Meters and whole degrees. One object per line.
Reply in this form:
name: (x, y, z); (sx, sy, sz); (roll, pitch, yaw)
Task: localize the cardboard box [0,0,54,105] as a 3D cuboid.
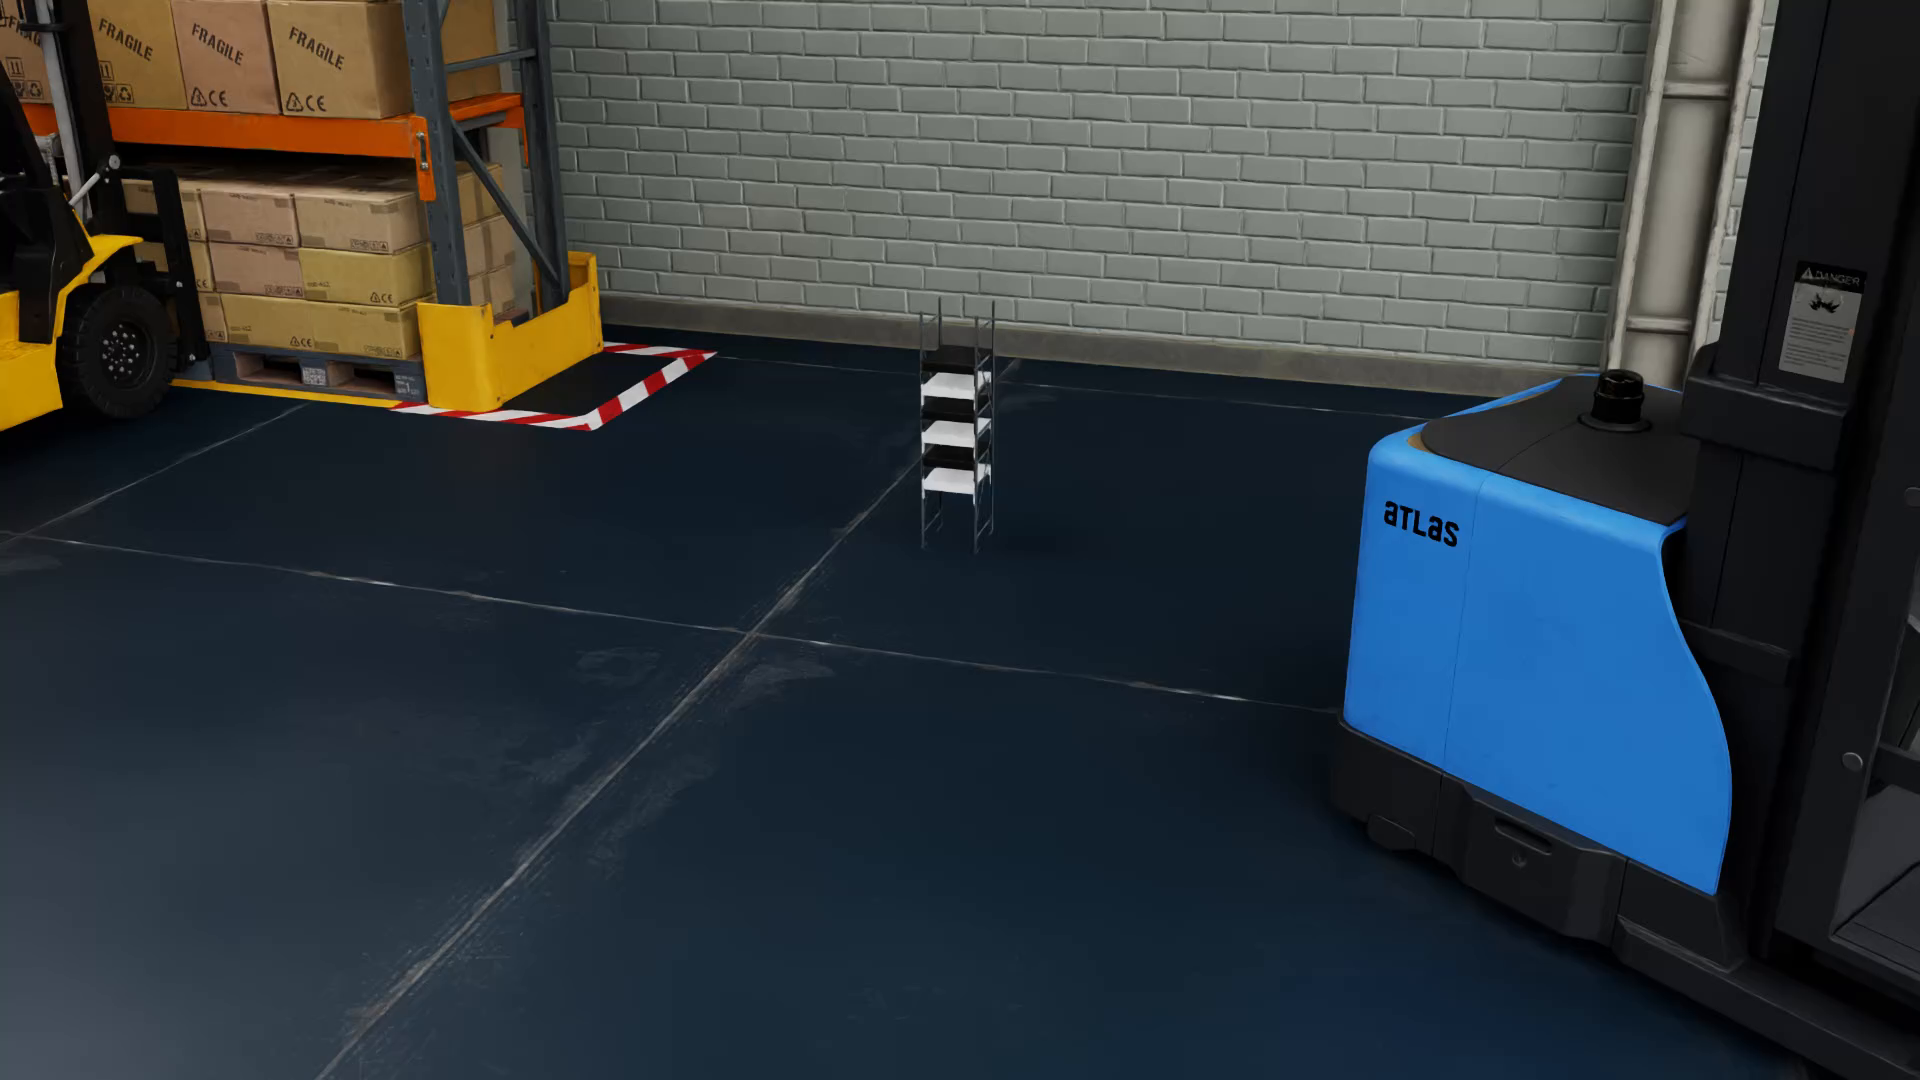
cardboard box: (-4.221, -2.379, 7.987); (0.500, 0.500, 0.500); (7, 23, 16)

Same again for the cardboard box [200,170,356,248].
cardboard box: (-3.226, -1.583, 7.929); (0.500, 0.250, 0.500); (7, 23, 16)

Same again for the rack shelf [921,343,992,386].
rack shelf: (-0.008, -0.636, 6.012); (0.200, 0.077, 0.258); (7, 23, 16)

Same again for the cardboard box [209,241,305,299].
cardboard box: (-3.238, -1.359, 8.042); (0.500, 0.250, 0.500); (6, 23, 15)

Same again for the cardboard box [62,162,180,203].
cardboard box: (-4.195, -1.693, 8.197); (0.500, 0.250, 0.500); (6, 23, 14)

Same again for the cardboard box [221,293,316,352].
cardboard box: (-3.219, -1.124, 8.128); (0.500, 0.250, 0.500); (7, 23, 15)

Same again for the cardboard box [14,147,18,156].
cardboard box: (-5.018, -1.997, 8.938); (0.500, 0.250, 0.500); (6, 23, 15)

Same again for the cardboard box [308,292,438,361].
cardboard box: (-2.746, -1.066, 7.986); (0.500, 0.250, 0.500); (7, 23, 16)

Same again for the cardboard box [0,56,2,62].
cardboard box: (-4.696, -2.442, 8.140); (0.500, 0.500, 0.500); (6, 23, 15)

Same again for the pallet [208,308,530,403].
pallet: (-2.949, -0.986, 8.395); (1.213, 0.211, 1.003); (7, 23, 16)

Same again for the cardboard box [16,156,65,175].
cardboard box: (-4.696, -1.753, 8.344); (0.500, 0.250, 0.500); (7, 23, 17)

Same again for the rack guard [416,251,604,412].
rack guard: (-2.182, -1.048, 8.166); (0.348, 0.500, 1.175); (7, 23, 16)

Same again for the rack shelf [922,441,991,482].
rack shelf: (-0.008, -0.303, 6.148); (0.200, 0.077, 0.258); (7, 23, 16)

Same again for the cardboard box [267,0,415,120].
cardboard box: (-2.752, -2.212, 7.578); (0.500, 0.500, 0.500); (6, 23, 14)

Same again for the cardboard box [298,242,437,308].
cardboard box: (-2.761, -1.300, 7.899); (0.500, 0.250, 0.500); (6, 23, 15)

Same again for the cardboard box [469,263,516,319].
cardboard box: (-2.619, -1.254, 8.445); (0.500, 0.250, 0.500); (7, 23, 16)

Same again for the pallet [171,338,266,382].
pallet: (-4.113, -1.120, 8.723); (1.213, 0.211, 1.003); (7, 23, 15)

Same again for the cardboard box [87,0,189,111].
cardboard box: (-3.737, -2.328, 7.862); (0.500, 0.500, 0.500); (6, 23, 14)

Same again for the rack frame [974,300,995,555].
rack frame: (0.090, -0.406, 6.074); (0.006, 0.900, 0.240); (7, 23, 16)

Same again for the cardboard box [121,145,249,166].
cardboard box: (-4.054, -1.884, 8.663); (0.500, 0.250, 0.500); (6, 23, 14)

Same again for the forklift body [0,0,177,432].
forklift body: (-4.547, -1.360, 6.750); (1.214, 2.155, 2.313); (7, 23, 16)

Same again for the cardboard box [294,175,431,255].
cardboard box: (-2.736, -1.529, 7.798); (0.500, 0.250, 0.500); (7, 23, 17)

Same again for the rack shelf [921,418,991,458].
rack shelf: (-0.008, -0.386, 6.114); (0.200, 0.077, 0.258); (7, 23, 16)

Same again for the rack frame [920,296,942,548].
rack frame: (-0.105, -0.428, 6.129); (0.006, 0.900, 0.240); (7, 23, 16)

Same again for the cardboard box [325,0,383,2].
cardboard box: (-2.618, -2.490, 7.401); (0.250, 0.149, 0.380); (7, 23, 16)

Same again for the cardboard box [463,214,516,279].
cardboard box: (-2.595, -1.488, 8.355); (0.500, 0.250, 0.500); (7, 23, 16)

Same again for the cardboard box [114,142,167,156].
cardboard box: (-4.537, -1.936, 8.790); (0.500, 0.250, 0.500); (7, 23, 16)

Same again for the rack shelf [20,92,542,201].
rack shelf: (-4.120, -2.094, 8.369); (4.000, 0.370, 1.077); (7, 23, 16)

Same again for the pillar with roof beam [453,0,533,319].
pillar with roof beam: (-3.855, -3.822, 3.731); (0.400, 9.000, 9.100); (7, 23, 16)

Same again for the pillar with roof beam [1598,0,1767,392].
pillar with roof beam: (1.890, -3.165, 2.128); (0.400, 9.000, 9.100); (7, 23, 16)

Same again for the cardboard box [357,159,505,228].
cardboard box: (-2.610, -1.713, 8.247); (0.500, 0.250, 0.500); (6, 23, 15)

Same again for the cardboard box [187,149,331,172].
cardboard box: (-3.565, -1.826, 8.520); (0.500, 0.250, 0.500); (6, 23, 15)

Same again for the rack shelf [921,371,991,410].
rack shelf: (-0.008, -0.553, 6.046); (0.200, 0.077, 0.258); (7, 23, 16)

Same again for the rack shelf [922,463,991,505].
rack shelf: (-0.008, -0.220, 6.182); (0.200, 0.077, 0.258); (7, 23, 16)

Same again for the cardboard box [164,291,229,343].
cardboard box: (-3.696, -1.182, 8.269); (0.500, 0.250, 0.500); (7, 23, 16)

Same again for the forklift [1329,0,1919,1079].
forklift: (2.303, -0.291, 3.117); (1.130, 2.935, 3.031); (-17, 28, -36)

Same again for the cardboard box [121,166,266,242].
cardboard box: (-3.712, -1.635, 8.055); (0.500, 0.250, 0.500); (7, 23, 16)

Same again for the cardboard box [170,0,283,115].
cardboard box: (-3.246, -2.272, 7.725); (0.500, 0.500, 0.500); (7, 23, 17)

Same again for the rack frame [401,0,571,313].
rack frame: (-2.205, -2.207, 7.698); (0.127, 3.000, 1.000); (7, 23, 16)

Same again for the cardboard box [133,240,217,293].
cardboard box: (-3.738, -1.408, 8.162); (0.500, 0.250, 0.500); (6, 23, 14)

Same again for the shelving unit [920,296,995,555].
shelving unit: (-0.008, -0.417, 6.101); (0.210, 0.900, 0.258); (7, 23, 16)

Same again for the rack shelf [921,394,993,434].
rack shelf: (-0.008, -0.470, 6.080); (0.200, 0.077, 0.258); (7, 23, 16)

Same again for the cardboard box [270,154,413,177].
cardboard box: (-3.090, -1.767, 8.377); (0.500, 0.250, 0.500); (7, 23, 16)

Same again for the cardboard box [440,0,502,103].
cardboard box: (-2.599, -2.409, 8.058); (0.500, 0.500, 0.500); (7, 23, 17)
